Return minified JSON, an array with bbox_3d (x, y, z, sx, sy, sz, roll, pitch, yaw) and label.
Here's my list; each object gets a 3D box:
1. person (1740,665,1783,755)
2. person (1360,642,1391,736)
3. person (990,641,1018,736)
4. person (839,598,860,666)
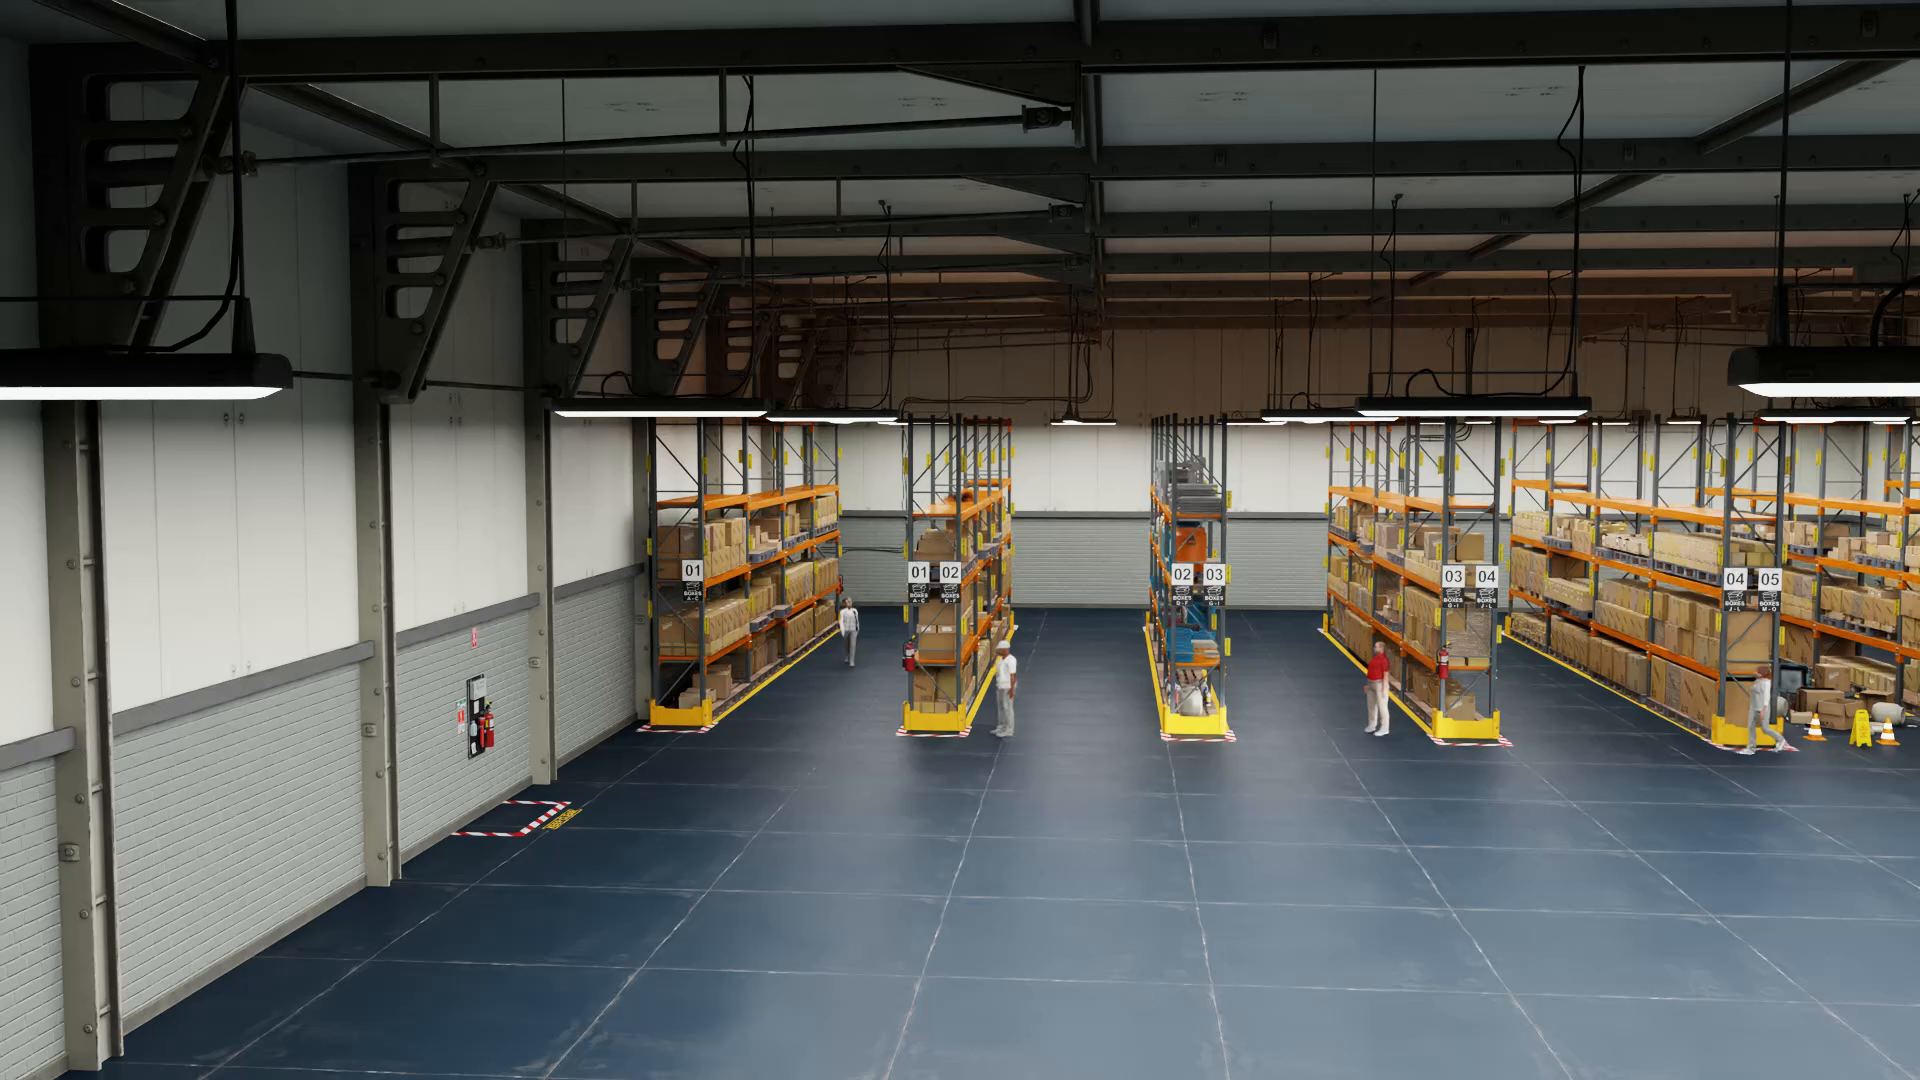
[{"bbox_3d":[14.032,2.968,29.089,0.714,1.582,0.413,-2,4,-26],"label":"person"},{"bbox_3d":[7.822,2.764,31.129,0.373,1.734,0.652,-2,4,-24],"label":"person"},{"bbox_3d":[0.812,2.751,30.933,0.424,1.772,0.609,-3,5,-37],"label":"person"},{"bbox_3d":[-2.670,2.210,40.098,0.506,1.647,0.837,0,4,-1],"label":"person"}]
